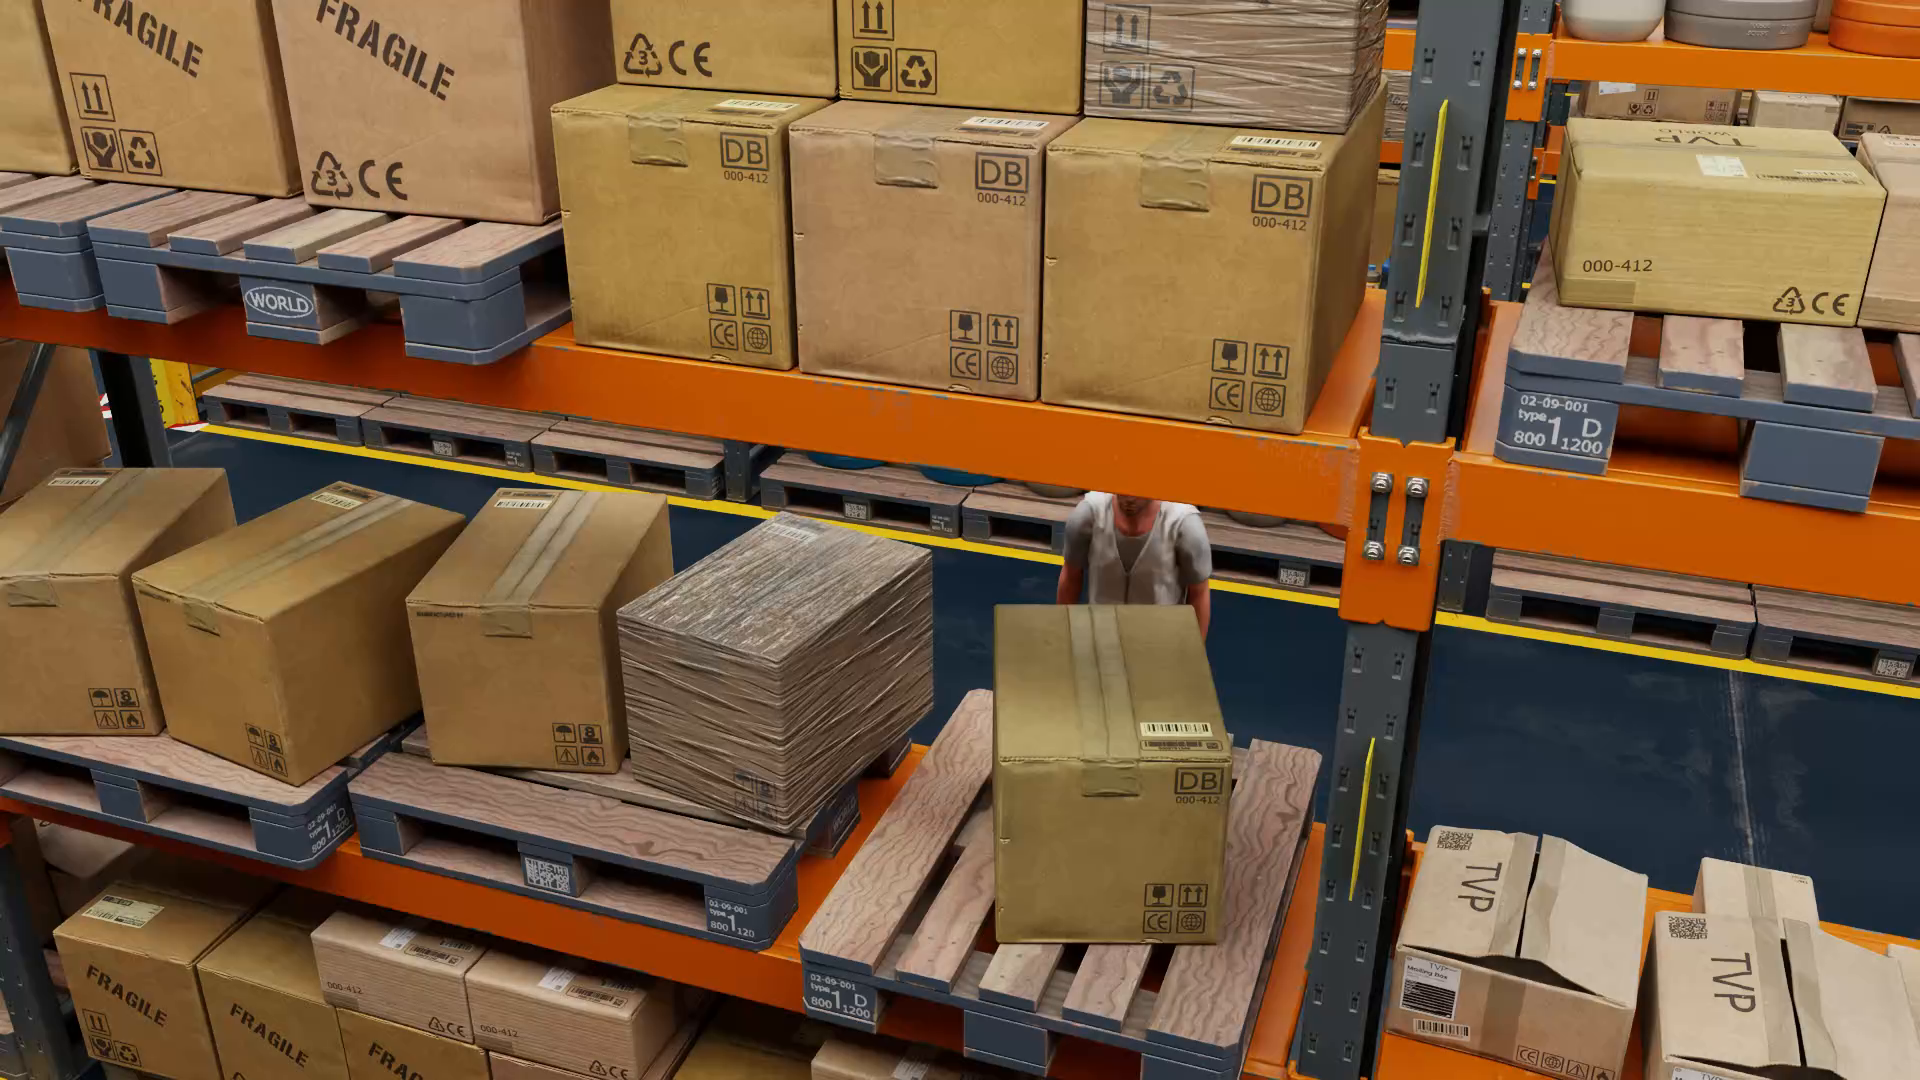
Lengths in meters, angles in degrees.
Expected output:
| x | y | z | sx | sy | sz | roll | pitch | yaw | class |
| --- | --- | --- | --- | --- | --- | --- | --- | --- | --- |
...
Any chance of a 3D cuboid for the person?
| x | y | z | sx | sy | sz | roll | pitch | yaw | class |
| --- | --- | --- | --- | --- | --- | --- | --- | --- | --- |
| 0.628 | 0.407 | 6.243 | 0.612 | 1.776 | 0.455 | 8 | 27 | 17 | person |
